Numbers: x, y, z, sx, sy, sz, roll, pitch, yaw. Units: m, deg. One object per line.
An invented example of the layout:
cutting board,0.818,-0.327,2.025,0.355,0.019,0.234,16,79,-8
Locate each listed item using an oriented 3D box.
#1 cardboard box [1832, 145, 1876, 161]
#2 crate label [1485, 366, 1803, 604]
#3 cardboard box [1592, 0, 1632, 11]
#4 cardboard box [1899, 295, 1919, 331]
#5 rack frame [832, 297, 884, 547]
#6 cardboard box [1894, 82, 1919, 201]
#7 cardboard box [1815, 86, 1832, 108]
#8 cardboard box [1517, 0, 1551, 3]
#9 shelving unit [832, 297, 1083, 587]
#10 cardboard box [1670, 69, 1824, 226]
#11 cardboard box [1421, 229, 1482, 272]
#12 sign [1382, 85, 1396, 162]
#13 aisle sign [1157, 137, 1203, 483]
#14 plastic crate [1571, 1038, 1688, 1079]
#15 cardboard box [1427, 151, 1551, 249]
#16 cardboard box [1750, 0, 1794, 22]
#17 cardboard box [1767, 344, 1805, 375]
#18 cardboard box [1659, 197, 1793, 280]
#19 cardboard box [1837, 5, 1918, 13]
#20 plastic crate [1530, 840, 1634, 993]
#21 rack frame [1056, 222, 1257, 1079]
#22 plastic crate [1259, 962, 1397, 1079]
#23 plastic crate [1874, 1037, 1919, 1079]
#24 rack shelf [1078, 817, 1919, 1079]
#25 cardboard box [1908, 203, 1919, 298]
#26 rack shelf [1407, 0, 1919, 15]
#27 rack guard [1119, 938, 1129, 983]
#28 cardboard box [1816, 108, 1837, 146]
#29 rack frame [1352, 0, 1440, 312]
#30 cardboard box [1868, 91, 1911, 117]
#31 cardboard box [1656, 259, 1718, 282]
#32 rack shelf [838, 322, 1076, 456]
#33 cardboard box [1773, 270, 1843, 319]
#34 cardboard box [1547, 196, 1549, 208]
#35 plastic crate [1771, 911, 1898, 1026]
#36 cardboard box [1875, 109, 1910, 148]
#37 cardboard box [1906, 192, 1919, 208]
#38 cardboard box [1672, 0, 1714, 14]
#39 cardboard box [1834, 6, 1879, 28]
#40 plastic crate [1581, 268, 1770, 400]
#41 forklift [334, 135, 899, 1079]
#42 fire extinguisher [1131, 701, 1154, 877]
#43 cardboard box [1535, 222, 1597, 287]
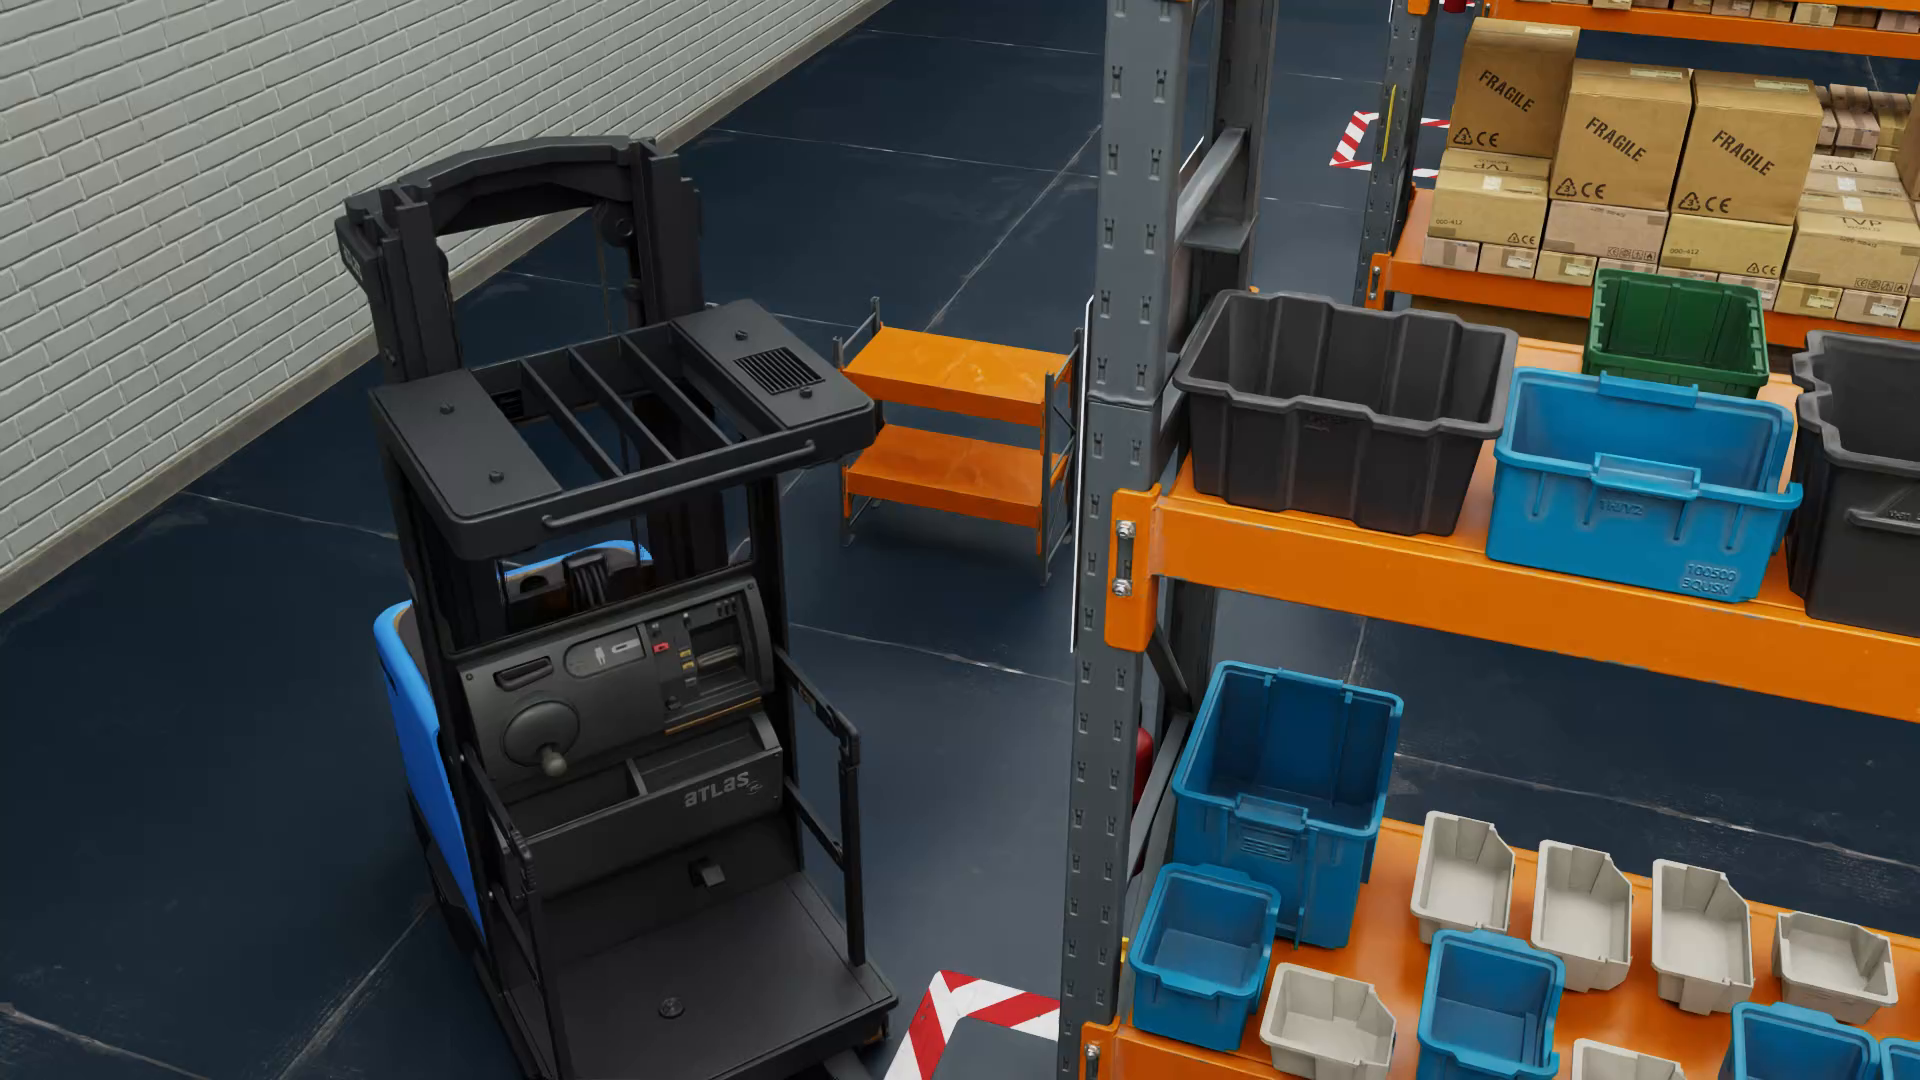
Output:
cardboard box,6.301,-2.770,11.742,0.250,0.149,0.380,12,35,18
crate label,1.226,-0.108,3.024,0.502,0.251,0.408,11,34,16
cardboard box,4.589,-3.853,11.684,0.250,0.149,0.380,10,34,15
cardboard box,4.295,-1.059,7.357,0.250,0.149,0.380,10,34,16
rack frame,-0.485,-0.567,8.091,0.032,1.125,0.500,11,34,16
cardboard box,4.586,-1.823,7.481,0.500,0.500,0.500,10,34,15
cardboard box,6.173,-3.187,12.113,0.250,0.149,0.380,10,34,14
cardboard box,4.100,-3.955,11.842,0.250,0.149,0.380,11,34,16
shelving unit,-0.006,-0.474,7.947,1.048,1.125,0.538,11,34,16
cardboard box,3.458,-1.741,7.354,0.500,0.500,0.500,10,34,15
cardboard box,2.360,-1.434,7.938,0.250,0.149,0.380,11,35,17
sign,1.944,-1.888,7.538,0.005,0.325,0.100,11,34,16
aisle sign,0.497,-0.499,3.861,0.004,0.787,0.394,11,34,16
plastic crate,1.500,1.280,3.690,0.298,0.136,0.250,11,34,16
cardboard box,2.498,-1.610,7.841,0.500,0.250,0.500,10,34,15
cardboard box,5.586,-3.696,11.440,0.250,0.149,0.380,12,35,18
cardboard box,3.623,-0.814,8.317,0.875,0.875,0.875,11,34,16
cardboard box,3.461,-1.424,7.554,0.500,0.250,0.500,10,34,15
cardboard box,6.164,-3.854,11.087,0.500,0.500,0.500,11,34,16
plastic crate,1.563,0.959,4.188,0.243,0.136,0.396,11,34,16
rack frame,0.466,0.756,4.314,0.127,3.000,1.000,11,34,16
plastic crate,0.861,1.156,3.882,0.298,0.136,0.250,11,34,16
plastic crate,2.109,1.310,3.555,0.300,0.233,0.416,11,34,16
rack shelf,2.349,1.424,3.942,4.000,0.370,1.077,11,34,16
cardboard box,4.430,-1.237,7.264,0.500,0.250,0.500,12,35,17
rack shelf,4.020,-2.365,7.046,4.000,0.370,1.077,11,34,16
rack guard,0.439,1.808,4.989,0.348,0.500,1.175,11,34,16
cardboard box,5.996,-2.917,11.696,0.250,0.149,0.380,10,34,15
rack frame,2.137,-1.773,8.231,0.127,3.000,1.000,11,34,16
cardboard box,6.669,-3.091,11.964,0.250,0.149,0.380,10,34,15
cardboard box,3.328,-1.247,7.648,0.250,0.149,0.380,10,34,16
rack shelf,-0.006,-0.720,7.788,1.000,0.278,0.538,11,34,16
cardboard box,3.808,-1.153,7.503,0.250,0.149,0.380,10,34,15
cardboard box,3.160,-1.789,8.119,0.500,0.250,0.500,10,34,16
plastic crate,2.118,1.042,4.059,0.250,0.136,0.298,11,34,16
cardboard box,6.540,-2.872,11.625,0.250,0.149,0.380,12,35,18
cardboard box,4.593,-1.508,7.685,0.500,0.250,0.500,12,35,18
cardboard box,5.126,-3.814,11.623,0.250,0.149,0.380,11,34,16
cardboard box,6.091,-3.622,11.325,0.250,0.149,0.380,10,34,16
plastic crate,1.491,-0.381,3.504,0.336,0.188,0.450,11,34,16
forklift,-0.899,0.465,4.828,1.130,2.935,3.031,-18,37,-26
fire extinguisher,0.477,0.685,4.838,0.183,0.674,0.296,11,34,16
cardboard box,2.843,-1.341,7.794,0.250,0.149,0.380,10,34,15
